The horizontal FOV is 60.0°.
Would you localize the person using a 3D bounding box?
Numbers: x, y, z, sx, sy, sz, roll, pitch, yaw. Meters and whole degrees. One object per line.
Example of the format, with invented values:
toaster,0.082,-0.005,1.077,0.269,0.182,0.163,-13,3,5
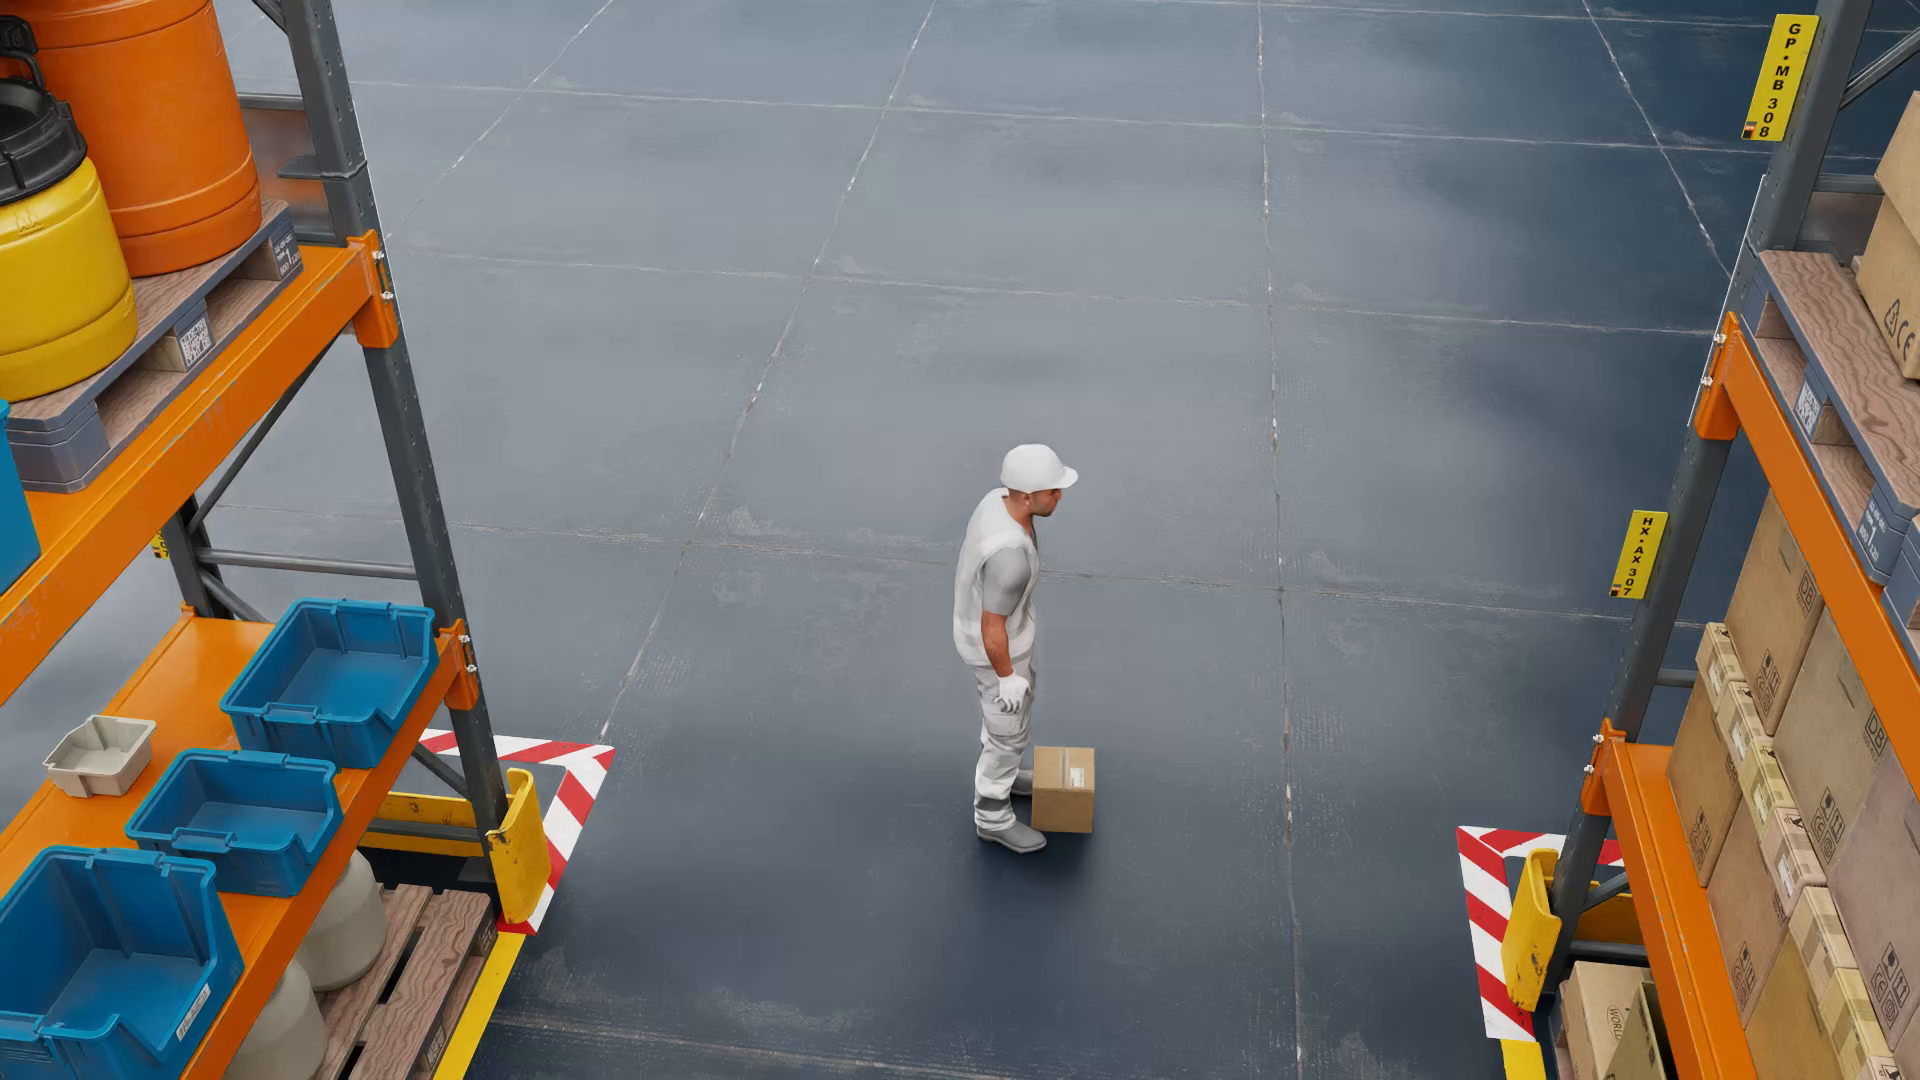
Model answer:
person,0.202,0.398,6.479,0.454,1.777,0.607,3,36,4
